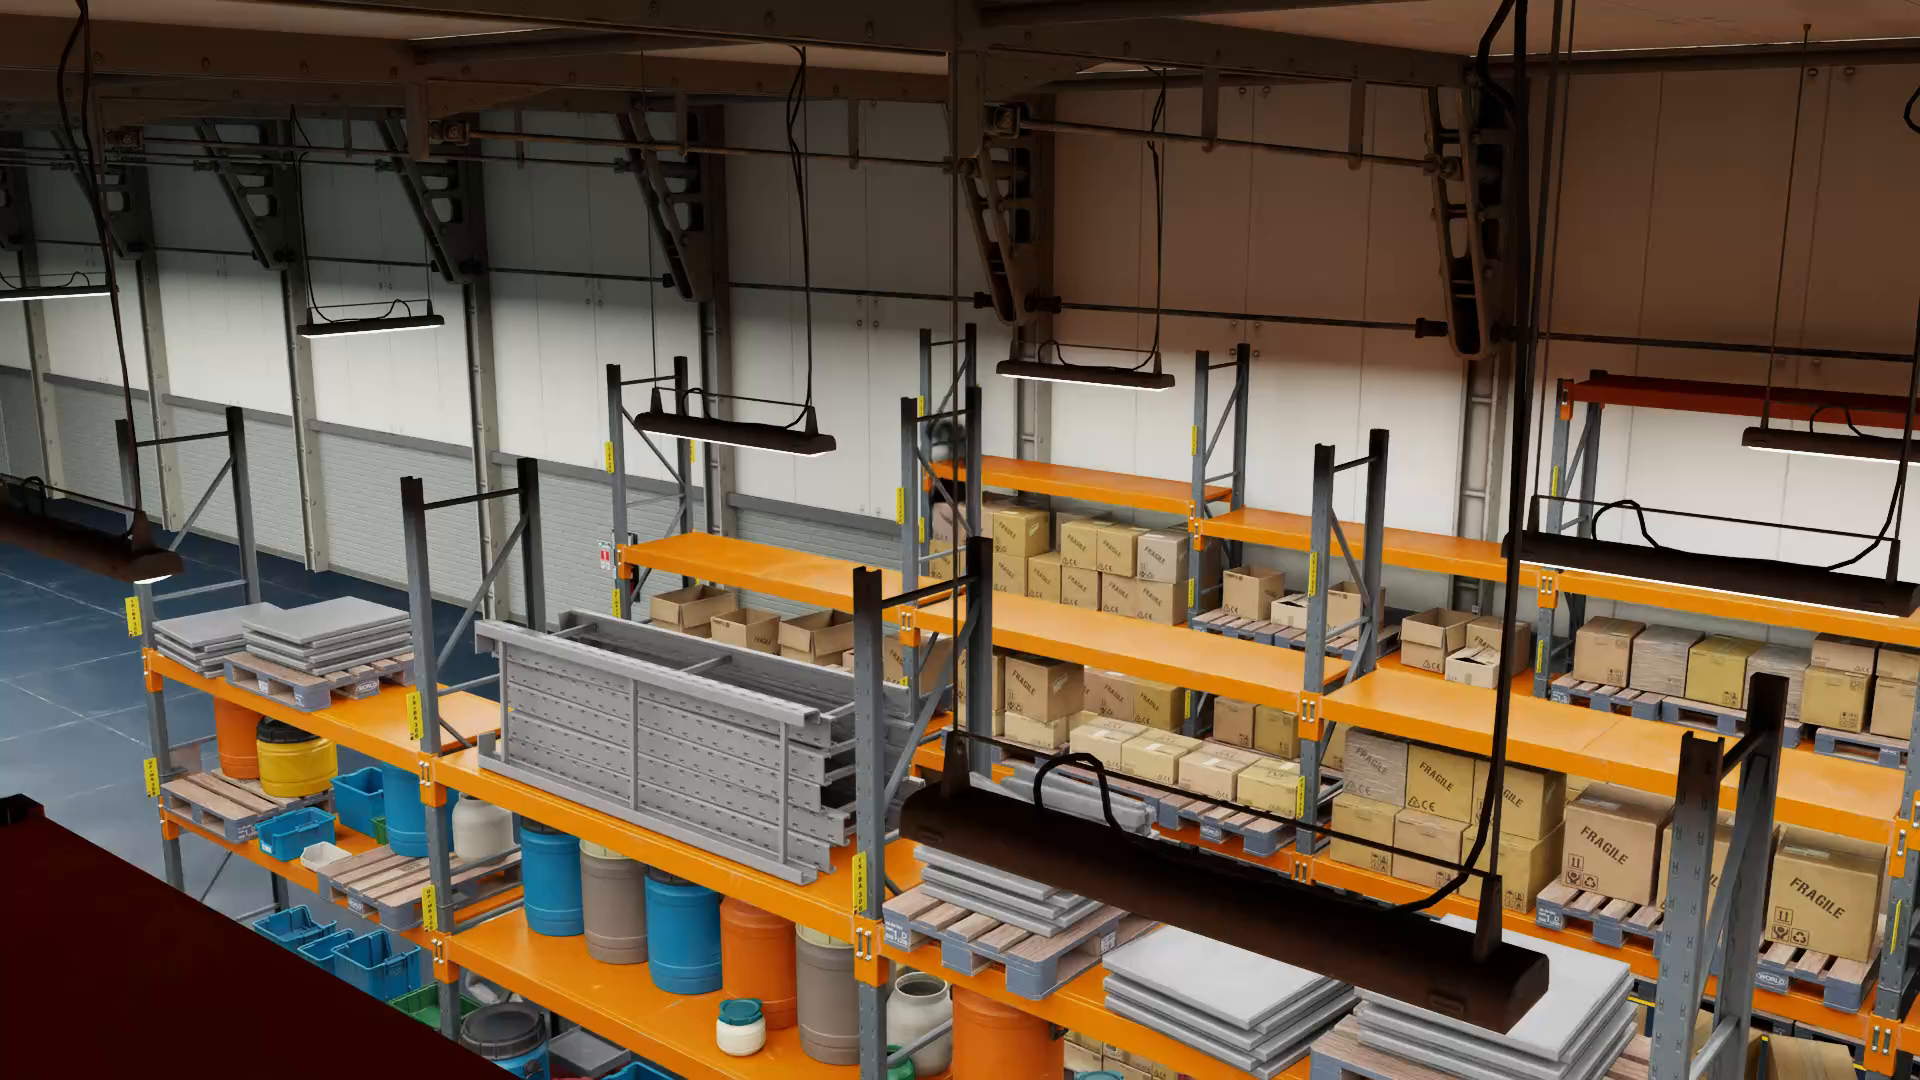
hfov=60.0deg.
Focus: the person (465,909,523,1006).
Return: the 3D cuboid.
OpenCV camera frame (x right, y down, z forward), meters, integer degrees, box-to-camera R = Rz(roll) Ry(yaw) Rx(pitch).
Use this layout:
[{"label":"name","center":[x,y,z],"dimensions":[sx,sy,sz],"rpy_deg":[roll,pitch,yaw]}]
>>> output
[{"label":"person","center":[-4.338,3.847,15.420],"dimensions":[0.728,1.651,0.634],"rpy_deg":[8,15,30]}]
